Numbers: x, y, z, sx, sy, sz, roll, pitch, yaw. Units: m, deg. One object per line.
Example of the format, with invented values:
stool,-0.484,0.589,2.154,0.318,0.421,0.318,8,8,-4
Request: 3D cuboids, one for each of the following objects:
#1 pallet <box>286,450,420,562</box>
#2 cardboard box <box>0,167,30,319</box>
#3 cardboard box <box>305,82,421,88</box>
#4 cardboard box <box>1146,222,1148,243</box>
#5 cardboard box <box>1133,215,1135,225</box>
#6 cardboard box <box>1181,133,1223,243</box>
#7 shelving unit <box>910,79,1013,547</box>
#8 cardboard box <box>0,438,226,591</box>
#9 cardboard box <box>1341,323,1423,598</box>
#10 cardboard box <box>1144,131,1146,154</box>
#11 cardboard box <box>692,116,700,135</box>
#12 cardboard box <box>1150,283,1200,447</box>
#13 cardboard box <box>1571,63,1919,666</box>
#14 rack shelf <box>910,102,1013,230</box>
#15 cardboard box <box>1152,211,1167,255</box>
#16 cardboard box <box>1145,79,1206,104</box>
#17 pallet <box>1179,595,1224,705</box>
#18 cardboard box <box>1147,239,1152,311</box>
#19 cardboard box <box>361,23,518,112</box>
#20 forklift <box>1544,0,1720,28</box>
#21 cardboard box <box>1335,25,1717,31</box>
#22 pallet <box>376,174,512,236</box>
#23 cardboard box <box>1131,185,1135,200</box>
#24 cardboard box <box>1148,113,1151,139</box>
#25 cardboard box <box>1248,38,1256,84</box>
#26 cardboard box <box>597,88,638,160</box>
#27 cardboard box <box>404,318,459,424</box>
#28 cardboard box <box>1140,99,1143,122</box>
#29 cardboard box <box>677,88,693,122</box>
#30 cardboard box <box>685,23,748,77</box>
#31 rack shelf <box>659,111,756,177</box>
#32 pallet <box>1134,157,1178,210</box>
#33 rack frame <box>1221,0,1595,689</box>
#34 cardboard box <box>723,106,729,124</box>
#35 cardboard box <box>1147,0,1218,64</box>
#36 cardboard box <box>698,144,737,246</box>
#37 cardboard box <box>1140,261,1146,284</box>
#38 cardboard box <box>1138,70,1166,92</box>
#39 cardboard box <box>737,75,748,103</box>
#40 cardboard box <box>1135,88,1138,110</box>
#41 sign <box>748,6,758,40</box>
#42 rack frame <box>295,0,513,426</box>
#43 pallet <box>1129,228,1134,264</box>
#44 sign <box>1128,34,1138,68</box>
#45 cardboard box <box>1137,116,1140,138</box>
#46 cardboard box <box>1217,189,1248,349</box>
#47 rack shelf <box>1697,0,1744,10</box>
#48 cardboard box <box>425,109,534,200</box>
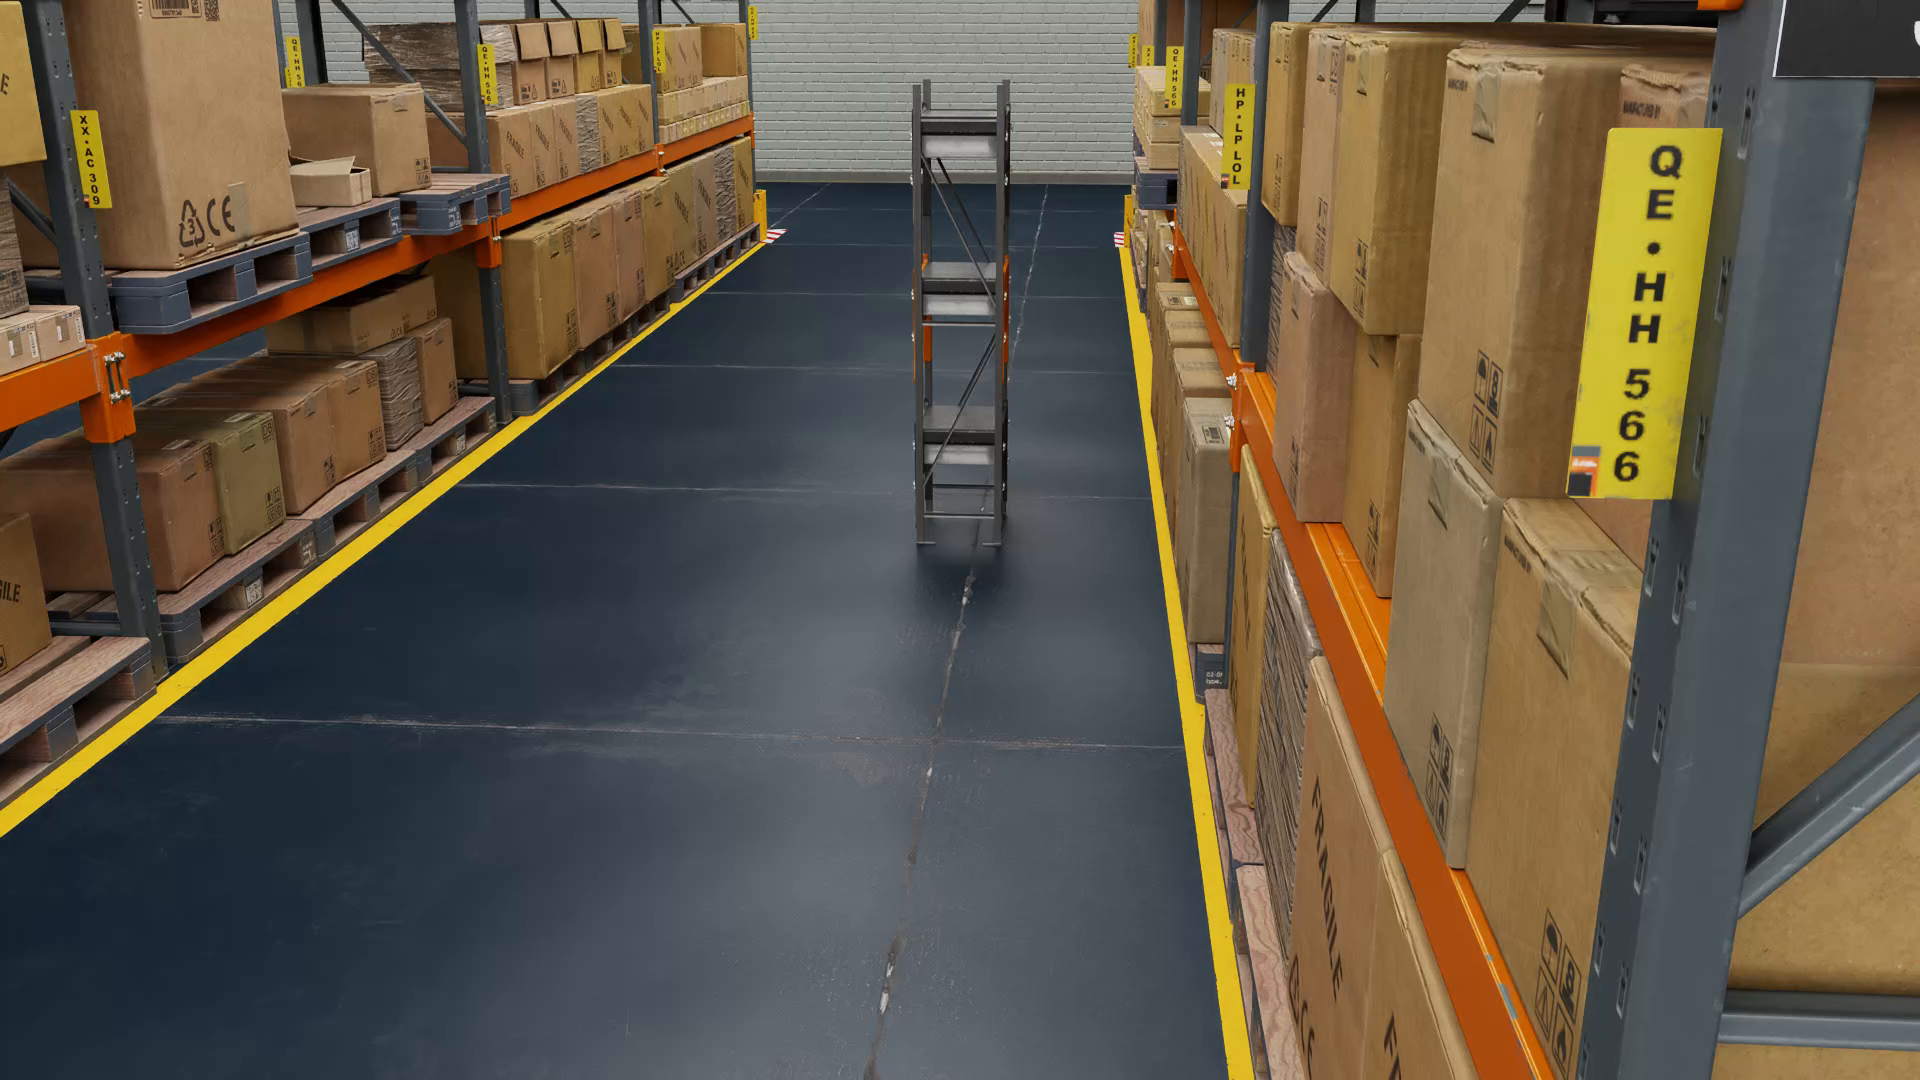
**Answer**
pallet,-3.374,-0.195,8.178,1.003,0.211,1.213,1,18,4
cardboard box,-3.608,-0.948,5.362,0.875,0.500,0.500,1,18,4
cardboard box,-3.226,-2.219,9.042,0.500,0.500,0.500,-1,18,-3
cardboard box,1.744,-2.565,13.881,0.380,0.149,0.250,2,18,5
cardboard box,1.930,-3.172,16.690,0.380,0.149,0.250,2,18,5
cardboard box,1.378,-1.754,8.299,0.500,0.500,0.500,1,18,3
shelving unit,0.012,-1.049,7.753,0.431,2.100,0.503,1,18,4
cardboard box,-3.448,-0.109,6.747,0.700,0.500,0.500,0,18,0
cardboard box,1.301,-0.209,3.503,0.875,0.550,0.500,1,18,4
cardboard box,1.349,-2.476,10.392,0.380,0.149,0.250,1,18,3
cardboard box,-2.515,-3.672,14.716,0.380,0.149,0.250,1,18,3
cardboard box,1.580,-0.942,8.918,1.050,0.750,0.750,1,18,3
cardboard box,1.205,-0.212,1.779,0.875,0.550,0.550,1,18,4
rack shelf,0.012,-1.701,7.539,0.431,0.518,0.480,1,18,4
cardboard box,1.648,-2.220,12.015,0.500,0.250,0.500,2,18,5
cardboard box,1.369,-2.841,10.548,0.380,0.149,0.250,1,18,4
pallet,1.406,0.328,6.583,1.003,0.211,1.213,1,18,4
cardboard box,1.682,-2.029,12.637,0.500,0.500,0.500,2,18,6
cardboard box,-3.158,-2.891,10.158,0.797,0.503,0.637,2,18,6
forklift,3.958,-2.121,9.689,1.130,2.935,3.031,0,18,0
cardboard box,1.442,-1.053,4.344,0.875,0.550,0.550,1,18,4
pallet,-3.172,-1.825,8.985,1.213,0.211,1.003,1,18,4
cardboard box,1.910,-3.455,16.599,0.380,0.149,0.250,0,18,1
cardboard box,1.312,-2.466,9.884,0.380,0.149,0.250,2,18,6
cardboard box,1.528,-1.750,6.679,0.700,0.500,0.500,1,18,4
cardboard box,-2.744,-3.125,12.483,0.500,0.500,0.500,2,18,6
cardboard box,-3.255,-0.953,9.322,0.700,0.500,0.500,0,18,1
cardboard box,1.403,-2.864,11.098,0.380,0.149,0.250,1,18,3
cardboard box,-2.605,-3.747,14.305,0.500,0.250,0.500,1,18,4
cardboard box,-2.426,-4.894,16.601,0.500,0.500,0.500,2,18,5
rack shelf,-2.797,-3.662,15.437,1.077,0.370,4.000,1,18,4
pallet,1.658,-2.131,9.916,1.213,0.211,1.003,1,18,4
rack frame,1.426,-0.756,5.413,1.000,3.000,0.127,1,18,4
cardboard box,-2.422,-4.070,15.931,0.380,0.149,0.250,1,18,3
cardboard box,1.764,-4.057,13.242,0.500,0.500,0.500,1,18,2
cardboard box,-2.685,-3.332,16.011,0.875,0.875,0.875,1,18,4
cardboard box,1.688,-2.215,13.769,0.380,0.149,0.250,2,18,5
cardboard box,1.458,-3.248,11.790,0.380,0.149,0.250,1,18,3
cardboard box,-2.423,-4.539,16.720,0.500,0.250,0.500,1,18,3
cardboard box,1.496,-3.269,12.335,0.380,0.149,0.250,1,18,3
sign,-2.113,-5.271,16.953,0.100,0.325,0.005,1,18,4
rack frame,-3.227,-2.140,9.638,1.000,3.000,0.127,1,18,4
pallet,2.188,-2.883,16.381,1.003,0.211,1.213,1,18,4
sign,1.745,-4.906,16.689,0.100,0.325,0.005,1,18,4
cardboard box,1.440,-2.888,11.648,0.380,0.149,0.250,0,18,1
cardboard box,1.197,-0.971,5.910,0.500,0.500,0.500,1,18,4
rack shelf,1.283,-1.218,3.162,1.077,0.370,4.000,1,18,4
cardboard box,-2.921,-2.333,10.064,0.500,0.500,0.500,2,18,6
